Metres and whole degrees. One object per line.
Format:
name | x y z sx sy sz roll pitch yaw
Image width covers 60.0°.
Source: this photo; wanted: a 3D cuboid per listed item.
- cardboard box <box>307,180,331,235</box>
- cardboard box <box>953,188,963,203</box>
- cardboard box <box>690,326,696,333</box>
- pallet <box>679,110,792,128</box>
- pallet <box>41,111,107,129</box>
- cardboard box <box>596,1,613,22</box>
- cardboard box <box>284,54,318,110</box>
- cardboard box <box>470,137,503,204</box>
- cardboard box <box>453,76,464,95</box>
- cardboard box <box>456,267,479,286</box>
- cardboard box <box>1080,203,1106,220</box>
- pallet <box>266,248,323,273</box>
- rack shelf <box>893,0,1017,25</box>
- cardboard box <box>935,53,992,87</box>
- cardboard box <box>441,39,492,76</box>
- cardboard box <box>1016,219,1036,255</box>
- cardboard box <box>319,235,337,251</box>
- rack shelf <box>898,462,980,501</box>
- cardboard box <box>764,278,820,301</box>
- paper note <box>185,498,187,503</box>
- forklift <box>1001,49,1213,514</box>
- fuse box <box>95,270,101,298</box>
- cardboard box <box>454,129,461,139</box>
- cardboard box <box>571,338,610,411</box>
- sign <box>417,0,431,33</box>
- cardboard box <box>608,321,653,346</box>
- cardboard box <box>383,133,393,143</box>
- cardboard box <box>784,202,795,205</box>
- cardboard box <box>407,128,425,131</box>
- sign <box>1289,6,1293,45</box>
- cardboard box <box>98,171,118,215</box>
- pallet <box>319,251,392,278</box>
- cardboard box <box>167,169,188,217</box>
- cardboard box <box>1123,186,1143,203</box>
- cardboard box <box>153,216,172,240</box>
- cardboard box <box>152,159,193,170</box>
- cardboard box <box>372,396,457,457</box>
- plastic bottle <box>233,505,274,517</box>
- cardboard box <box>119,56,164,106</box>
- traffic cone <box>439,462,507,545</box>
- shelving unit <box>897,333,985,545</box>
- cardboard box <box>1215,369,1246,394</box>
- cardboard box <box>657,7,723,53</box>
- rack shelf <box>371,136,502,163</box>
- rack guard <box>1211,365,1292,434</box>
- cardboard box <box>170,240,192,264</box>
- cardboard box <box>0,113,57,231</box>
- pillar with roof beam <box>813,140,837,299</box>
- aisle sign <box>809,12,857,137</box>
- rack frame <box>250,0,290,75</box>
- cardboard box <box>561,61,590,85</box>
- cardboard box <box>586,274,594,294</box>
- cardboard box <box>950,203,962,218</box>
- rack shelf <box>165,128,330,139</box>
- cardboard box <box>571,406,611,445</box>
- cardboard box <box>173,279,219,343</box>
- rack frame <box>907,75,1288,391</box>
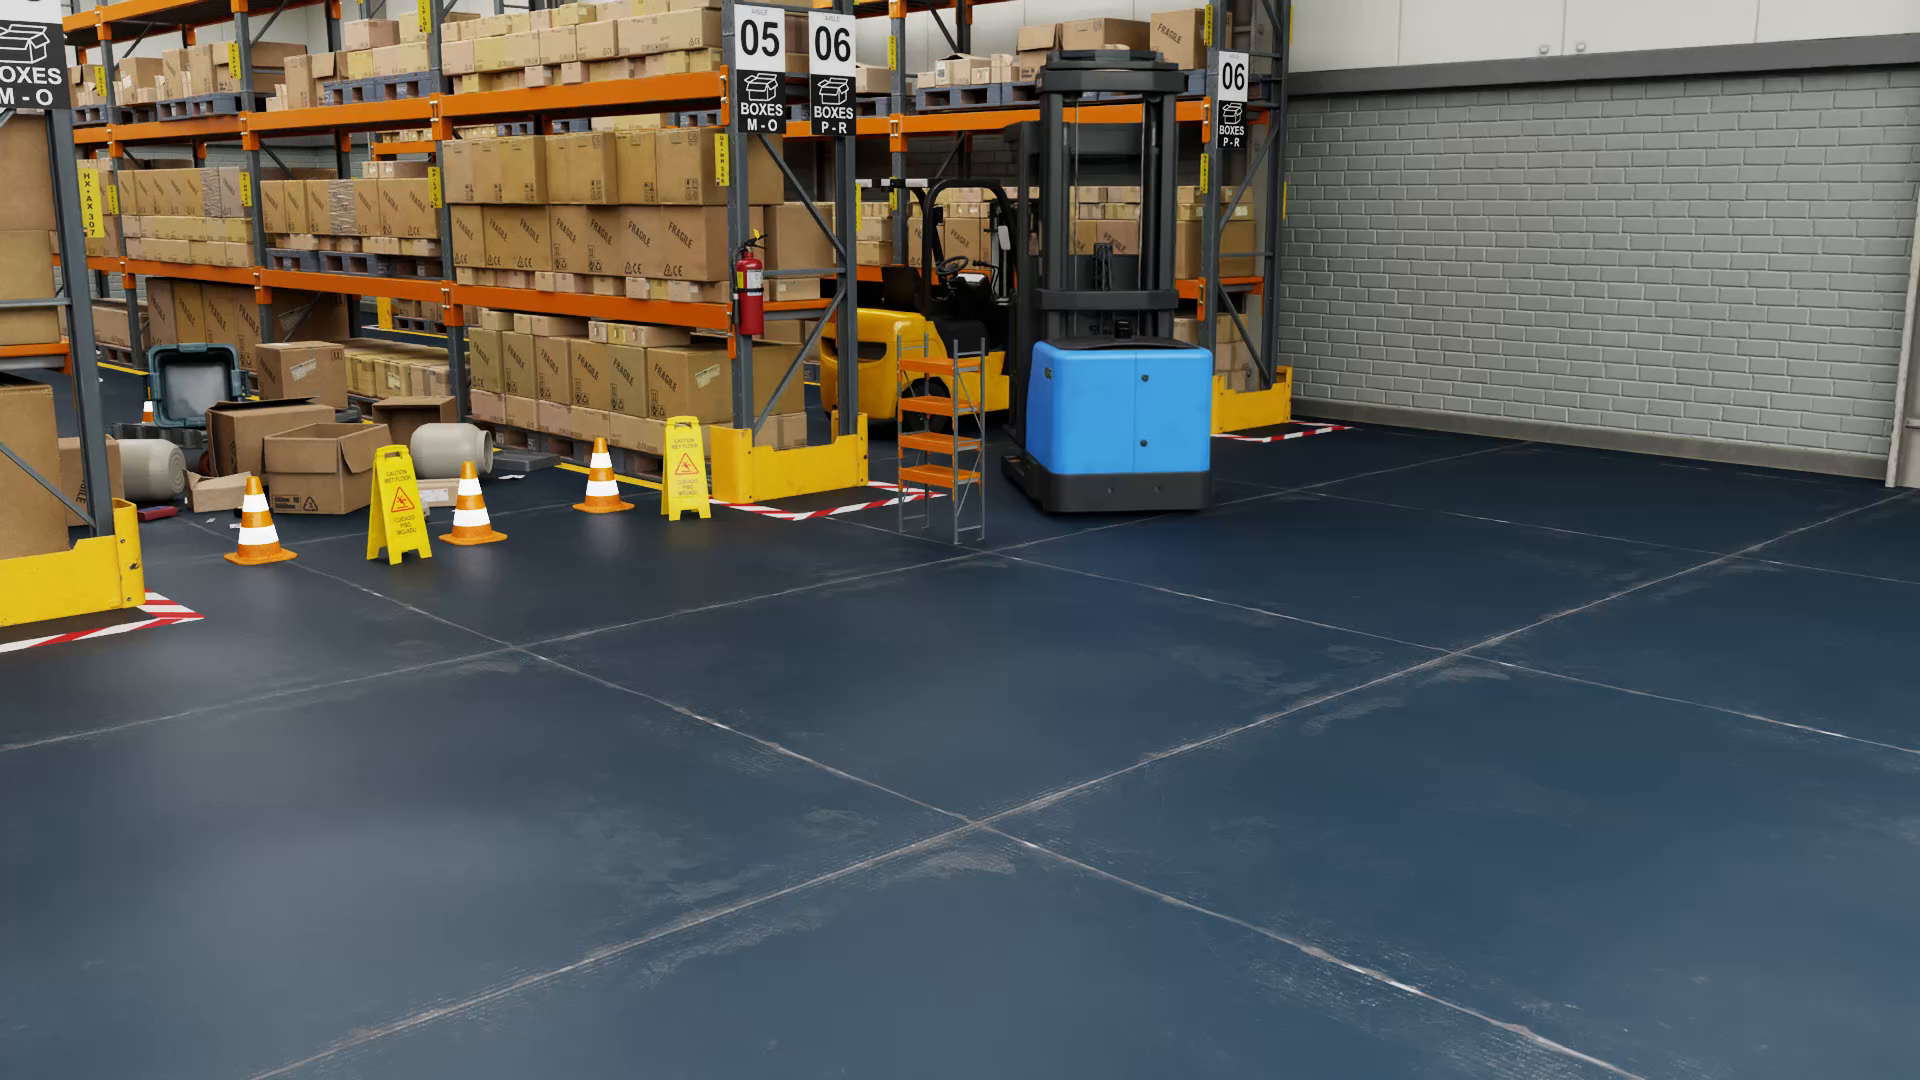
cardboard box | -5.760 -3.117 15.582 0.500 0.500 0.500 -11 16 -42
cardboard box | 0.144 -3.438 16.571 0.380 0.149 0.250 -11 16 -44
cardboard box | -3.114 -3.982 19.899 0.523 3.350 1.653 -11 16 -42
pallet | -2.519 -4.949 19.532 1.213 0.211 1.003 -10 15 -40
pallet | -10.798 -5.275 20.866 1.003 0.211 1.213 -11 16 -43
cardboard box | -2.366 -3.744 11.863 0.250 0.149 0.380 11 16 44
cardboard box | -5.993 -4.345 15.885 0.700 0.500 0.500 -11 16 -43
cardboard box | -3.394 -2.895 13.066 0.700 0.500 0.500 -11 16 -42
cardboard box | -3.839 -3.648 13.374 0.380 0.149 0.250 -11 16 -43
cardboard box | -3.892 -2.169 13.627 0.380 0.149 0.250 -11 16 -43
cardboard box | 1.316 -3.019 15.276 0.250 0.149 0.380 11 16 43
pallet | -6.071 -2.783 16.462 1.213 0.211 1.003 -11 16 -43
rack shelf | 1.091 -5.173 15.493 1.077 0.370 4.000 -11 16 -43
cardboard box | 0.108 -4.600 16.302 0.500 0.311 0.500 -10 16 -41
cardboard box | -3.772 -3.822 13.228 0.500 0.250 0.500 -11 16 -44
cardboard box | 0.882 -2.799 15.815 0.500 0.500 0.500 -11 16 -42
cardboard box | -5.826 -2.816 15.728 0.380 0.149 0.250 -10 15 -39
rack shelf | -0.114 -0.351 9.961 0.258 0.148 0.480 -11 16 -43
cardboard box | -1.200 -1.754 11.615 0.380 0.149 0.250 -11 16 -42
paper note | -5.127 -0.277 11.198 0.172 0.023 0.155 -5 13 -23
forklift | 0.900 -1.851 11.630 1.130 2.935 3.031 -1 12 -7
fuse box | -14.456 -4.594 27.969 0.539 1.711 0.414 -11 16 -43
cardboard box | -6.953 -5.756 23.604 0.380 0.149 0.250 -10 15 -41
cardboard box | -2.564 -1.256 12.489 0.500 0.500 0.500 11 16 44
sign | -4.277 -4.220 13.269 0.100 0.325 0.005 -11 16 -43
cardboard box | -2.331 -1.505 12.088 0.380 0.149 0.250 -11 16 -42
cardboard box | -8.525 -6.093 25.242 0.380 0.149 0.250 -10 16 -41
cardboard box | -1.830 -3.671 18.439 0.250 0.149 0.380 11 16 44
cardboard box | -7.758 -6.117 24.369 0.500 0.250 0.500 11 16 43
sign | 2.878 -4.503 14.541 0.100 0.325 0.005 -11 16 -43
cardboard box | -9.928 -4.119 19.746 0.500 0.500 0.500 -11 16 -43
pallet | -6.614 -2.894 13.287 2.234 1.710 6.013 11 16 43
cardboard box | -8.229 -3.766 18.031 0.500 0.500 0.500 -11 16 -43
cardboard box | 1.679 -3.092 14.895 0.380 0.149 0.250 -10 16 -41
cardboard box | -8.593 -3.468 18.445 0.500 0.250 0.500 -11 16 -42
cardboard box | -9.433 -4.489 19.932 0.380 0.149 0.250 -11 16 -43
cardboard box | -4.122 -0.813 12.615 0.500 0.500 0.500 -1 12 -4
plastic bottle | -4.546 -0.182 10.644 0.283 0.061 0.133 6 13 26
cardboard box | -9.003 -5.105 18.533 0.500 0.500 0.500 -11 16 -44
traffic cone | -2.913 -0.235 9.905 0.336 0.463 0.334 -11 16 -43
shelving unit | -0.114 -0.612 9.908 0.258 1.200 0.503 -11 16 -43
cardboard box | 2.274 -1.449 15.284 0.500 0.250 0.500 -11 16 -42
cardboard box | -1.664 -3.377 11.071 0.500 0.250 0.500 -11 16 -43
rack shelf | -7.196 -5.651 24.256 1.077 0.370 4.000 -11 16 -43
rack guard | 2.489 -1.263 14.804 1.175 0.500 0.348 -11 16 -43
cardboard box | -8.250 -3.149 18.134 0.500 0.250 0.500 -11 16 -43
cardboard box | -4.854 -1.756 7.954 0.875 0.550 0.550 -11 16 -43
pillar with roof beam | -4.614 -5.932 16.404 9.100 9.000 0.400 -11 16 -43
aisle sign | -0.848 -3.106 11.112 0.394 0.787 0.004 -11 16 -43
rack frame | -6.638 -5.905 16.272 0.949 2.616 0.053 -11 16 -43
cardboard box | -2.657 -3.376 12.053 0.380 0.149 0.250 -11 16 -43
cardboard box | -2.570 -1.926 12.450 0.380 0.149 0.250 -11 16 -43
cardboard box | 0.120 -3.287 16.575 0.380 0.149 0.250 -11 16 -43
rack shelf | -8.021 -4.445 18.048 0.831 0.071 3.687 -11 16 -43
cardboard box | -2.586 -0.890 12.573 0.500 0.250 0.500 11 16 43
cardboard box | -8.287 -2.505 18.861 0.875 0.875 0.875 -10 15 -41
rack frame | 1.104 -2.780 15.972 1.000 3.000 4.090 -11 16 -43
